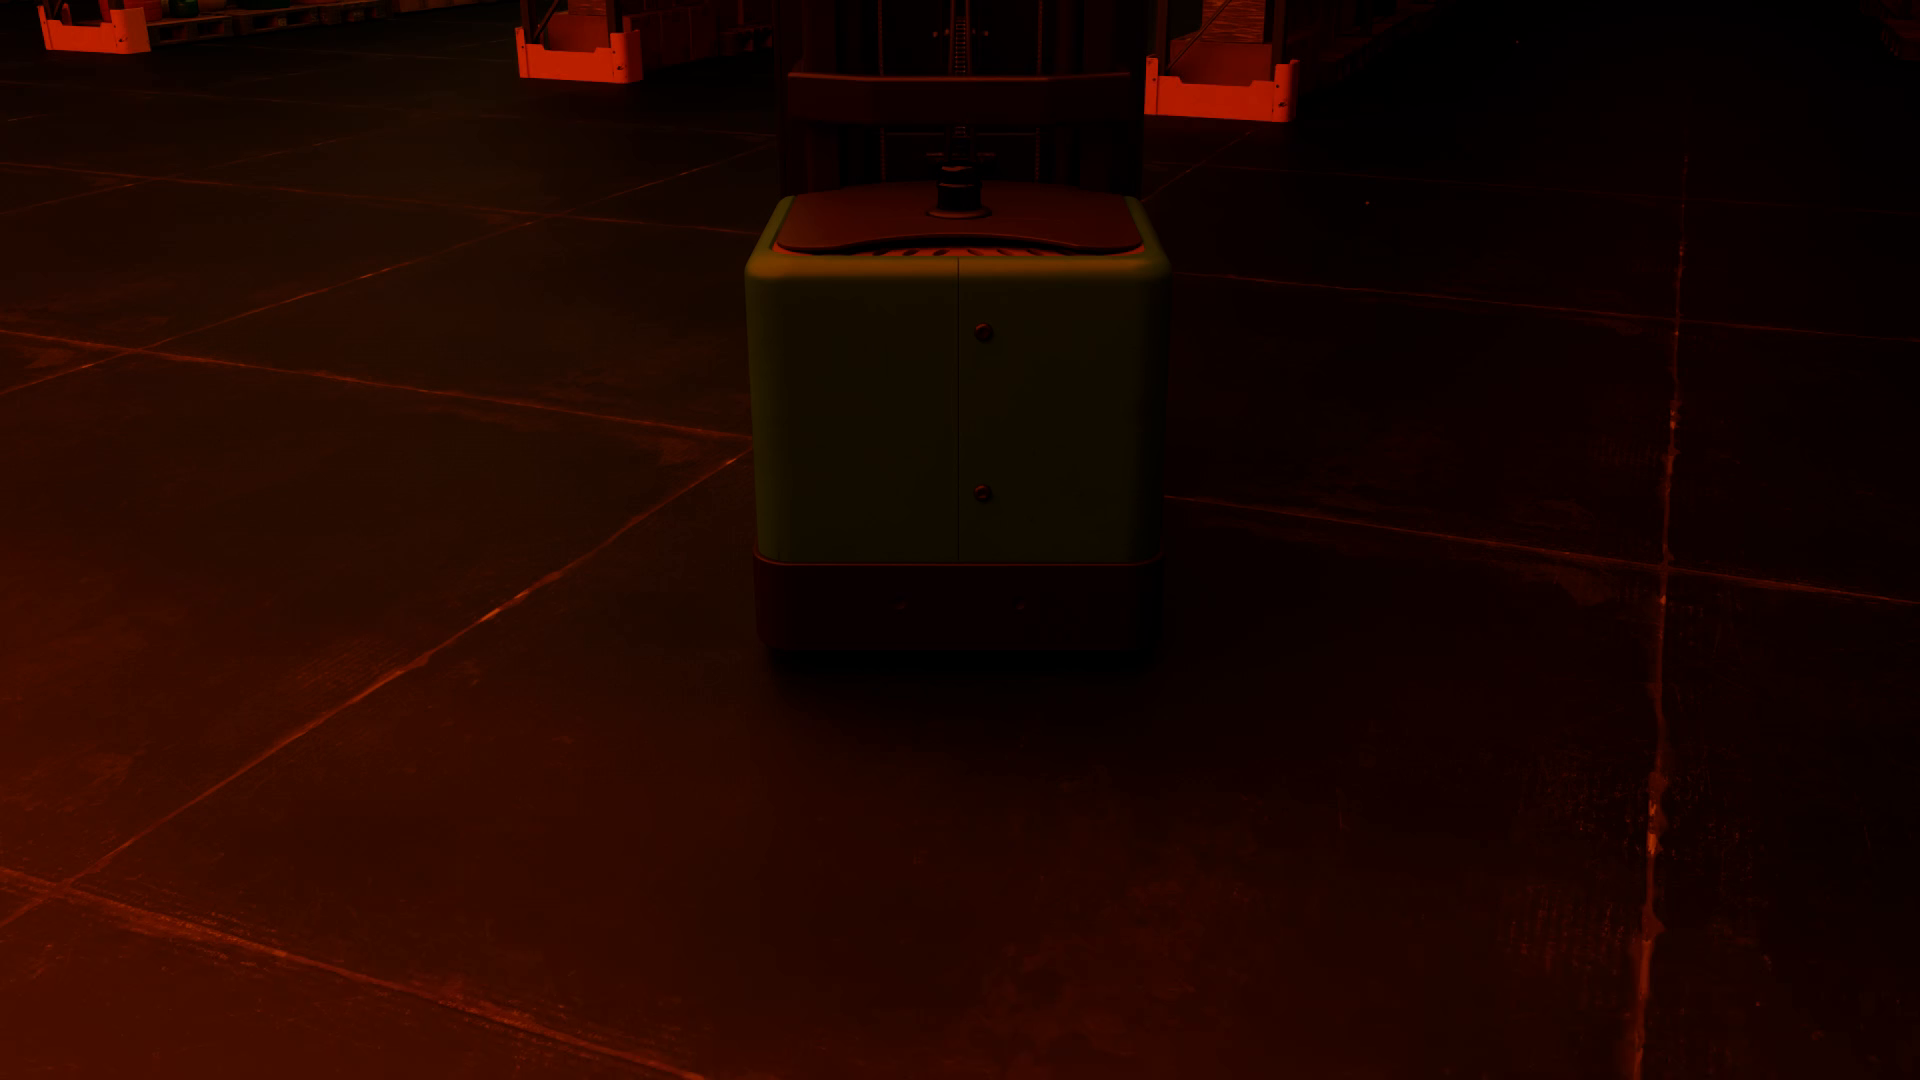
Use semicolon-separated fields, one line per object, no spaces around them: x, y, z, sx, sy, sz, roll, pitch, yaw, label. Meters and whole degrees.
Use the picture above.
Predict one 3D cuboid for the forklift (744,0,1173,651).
0.002;-1.587;5.089;1.130;2.935;3.031;0;23;0;forklift
